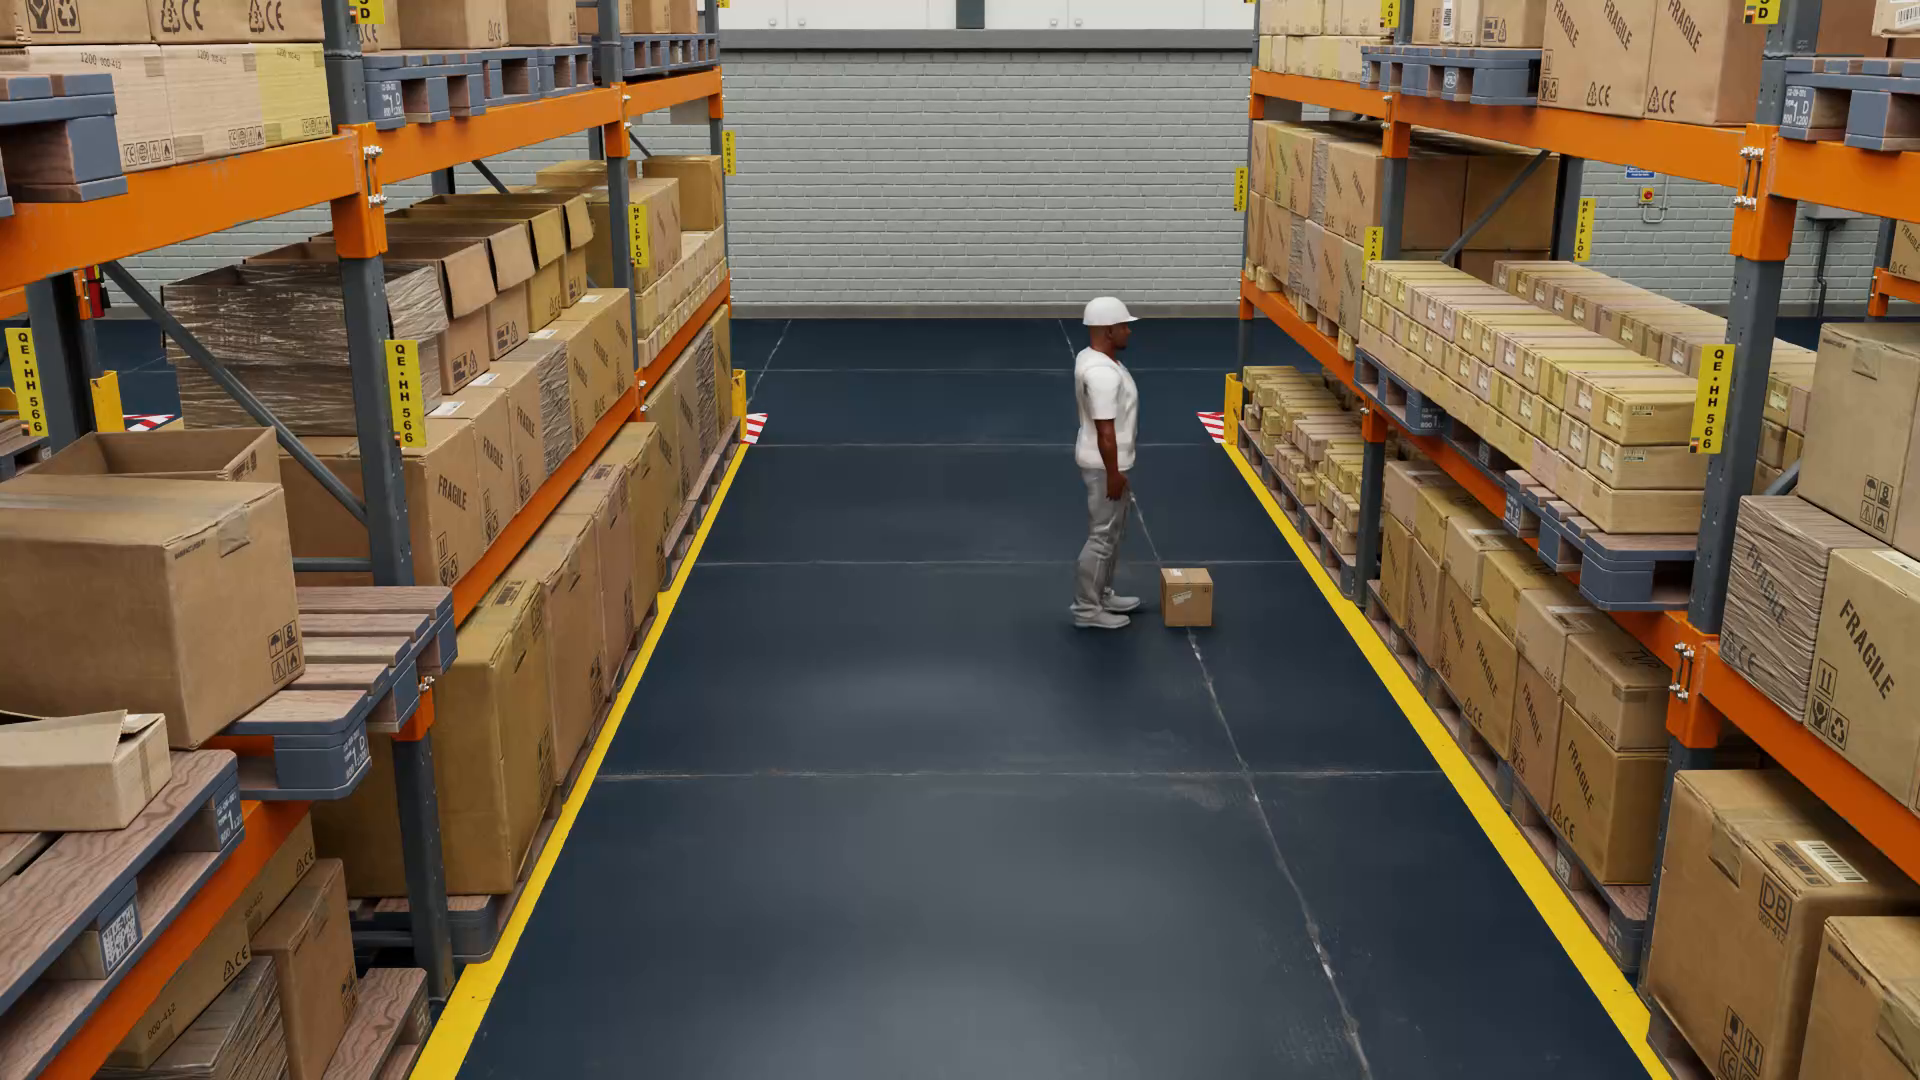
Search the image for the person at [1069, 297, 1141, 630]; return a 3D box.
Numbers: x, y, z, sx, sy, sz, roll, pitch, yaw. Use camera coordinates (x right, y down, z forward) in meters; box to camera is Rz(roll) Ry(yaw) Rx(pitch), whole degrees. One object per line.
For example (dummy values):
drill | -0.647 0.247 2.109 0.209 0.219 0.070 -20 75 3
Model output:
person | 0.797 -0.410 8.856 0.411 1.764 0.565 0 17 1
